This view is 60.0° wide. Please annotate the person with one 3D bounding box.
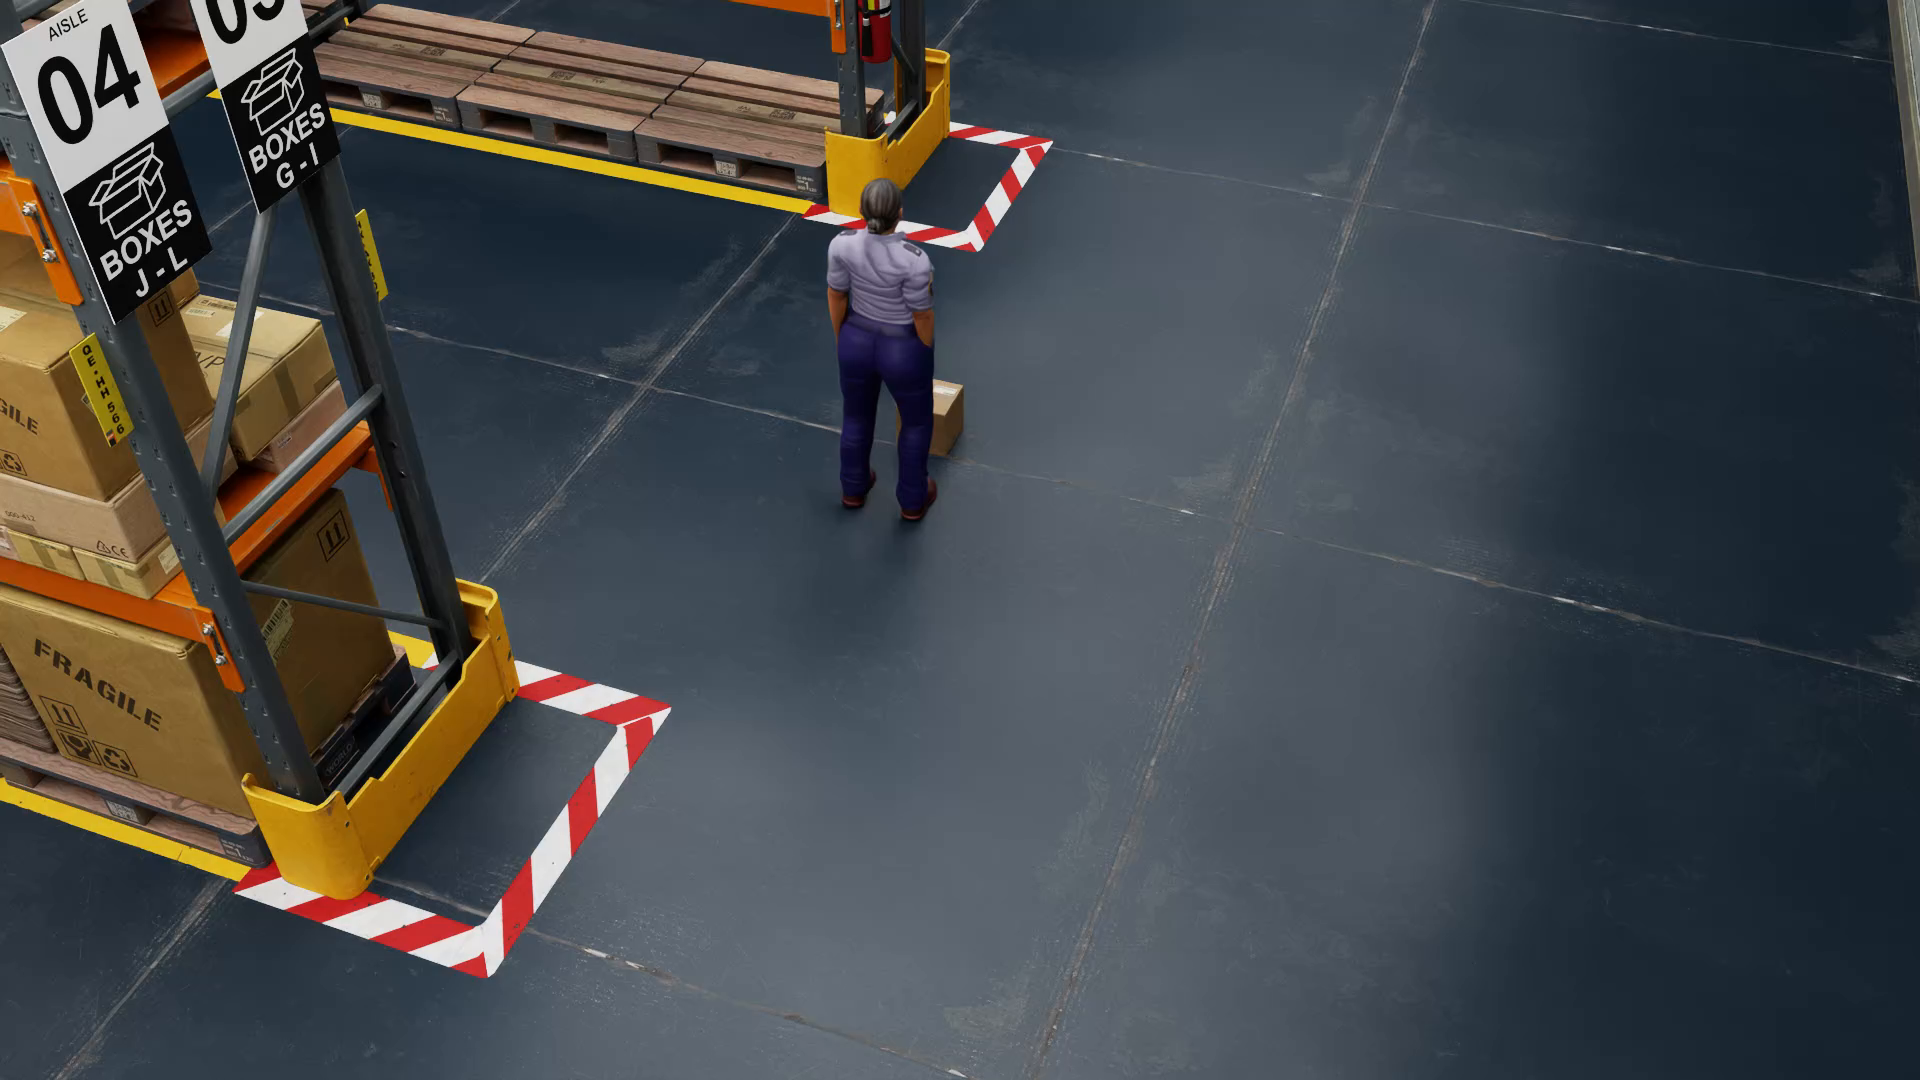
[{"bbox_3d":[-0.317,-0.805,7.092,0.476,1.642,0.344,15,44,16],"label":"person"}]
